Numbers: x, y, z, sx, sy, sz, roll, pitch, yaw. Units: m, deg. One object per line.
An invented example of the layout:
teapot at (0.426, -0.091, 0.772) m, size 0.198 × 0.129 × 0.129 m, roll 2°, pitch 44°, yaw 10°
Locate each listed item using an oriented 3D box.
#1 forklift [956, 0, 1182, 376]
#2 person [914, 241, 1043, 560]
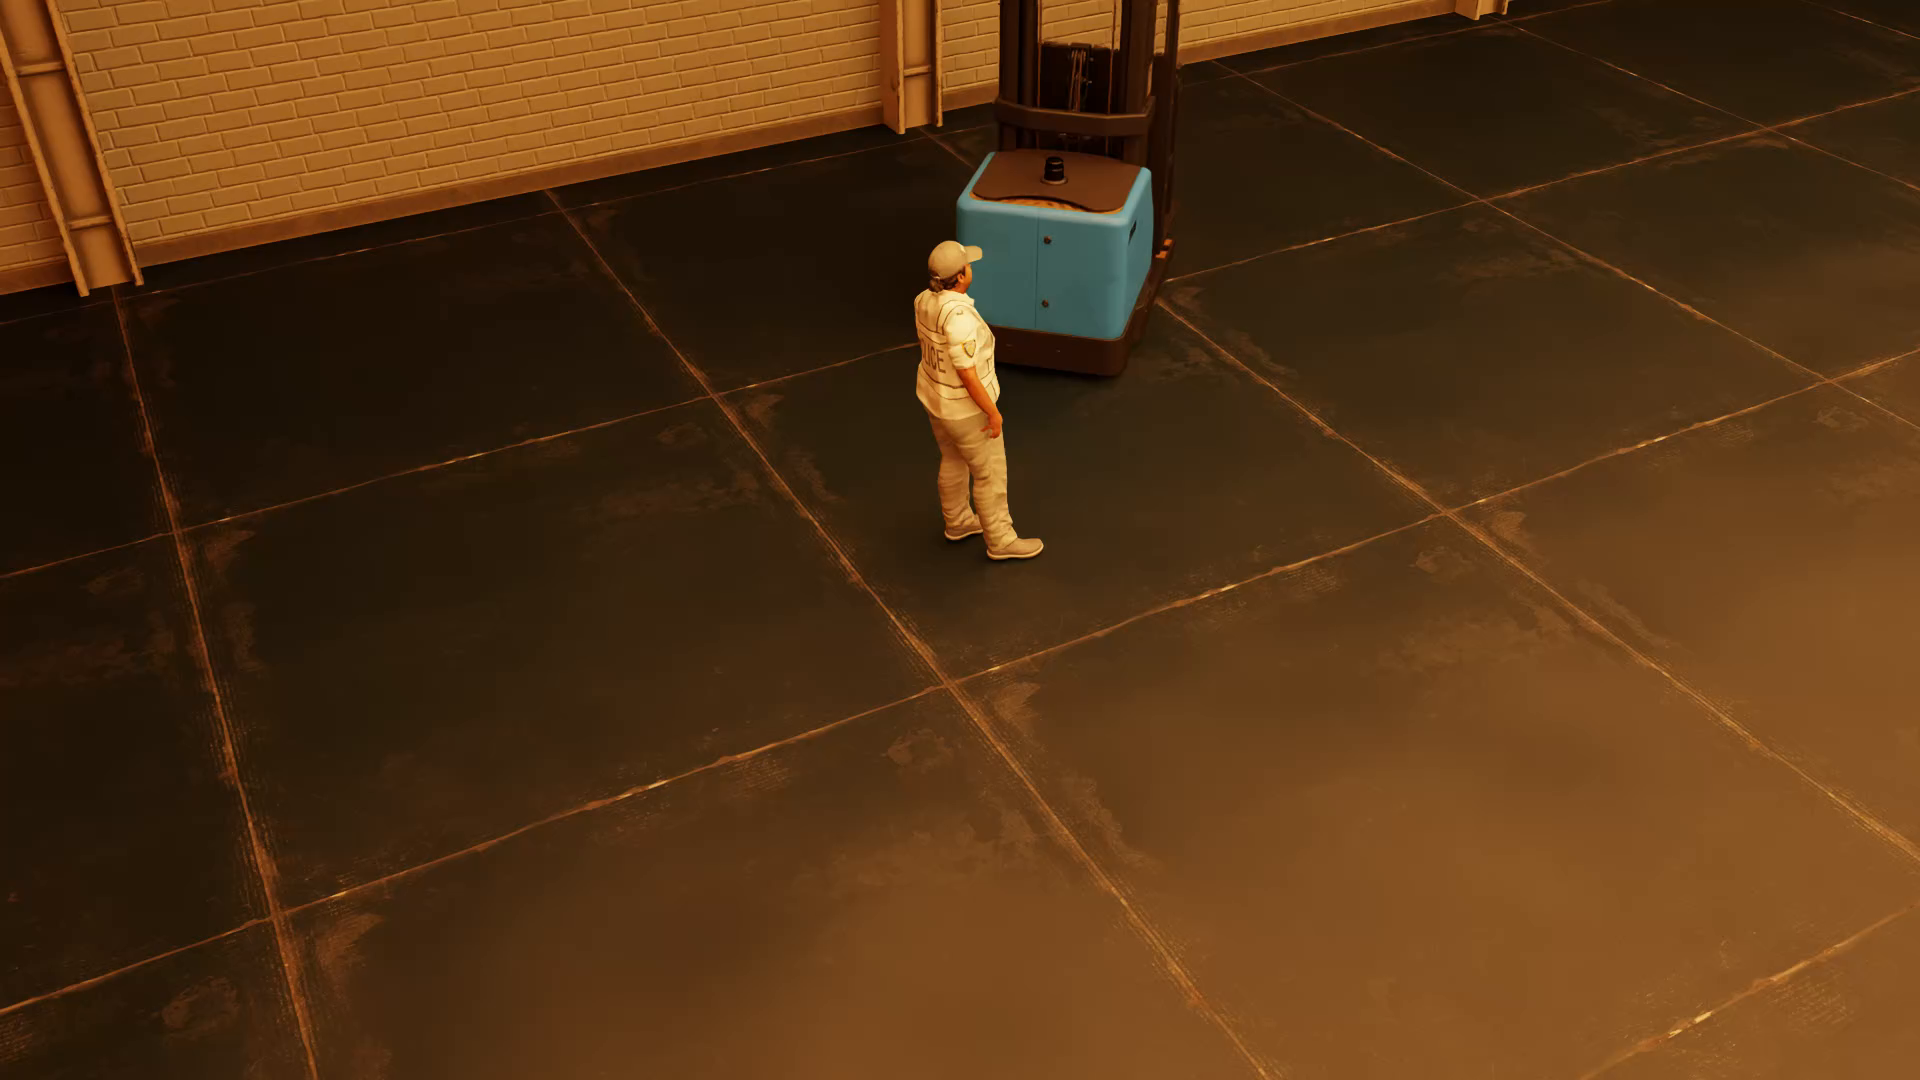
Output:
forklift at (0.844, -3.024, 10.401) m, size 1.130 × 2.935 × 3.031 m, roll 9°, pitch 36°, yaw 12°
person at (0.079, -0.695, 8.190) m, size 0.529 × 1.670 × 0.598 m, roll -17°, pitch 39°, yaw -23°
